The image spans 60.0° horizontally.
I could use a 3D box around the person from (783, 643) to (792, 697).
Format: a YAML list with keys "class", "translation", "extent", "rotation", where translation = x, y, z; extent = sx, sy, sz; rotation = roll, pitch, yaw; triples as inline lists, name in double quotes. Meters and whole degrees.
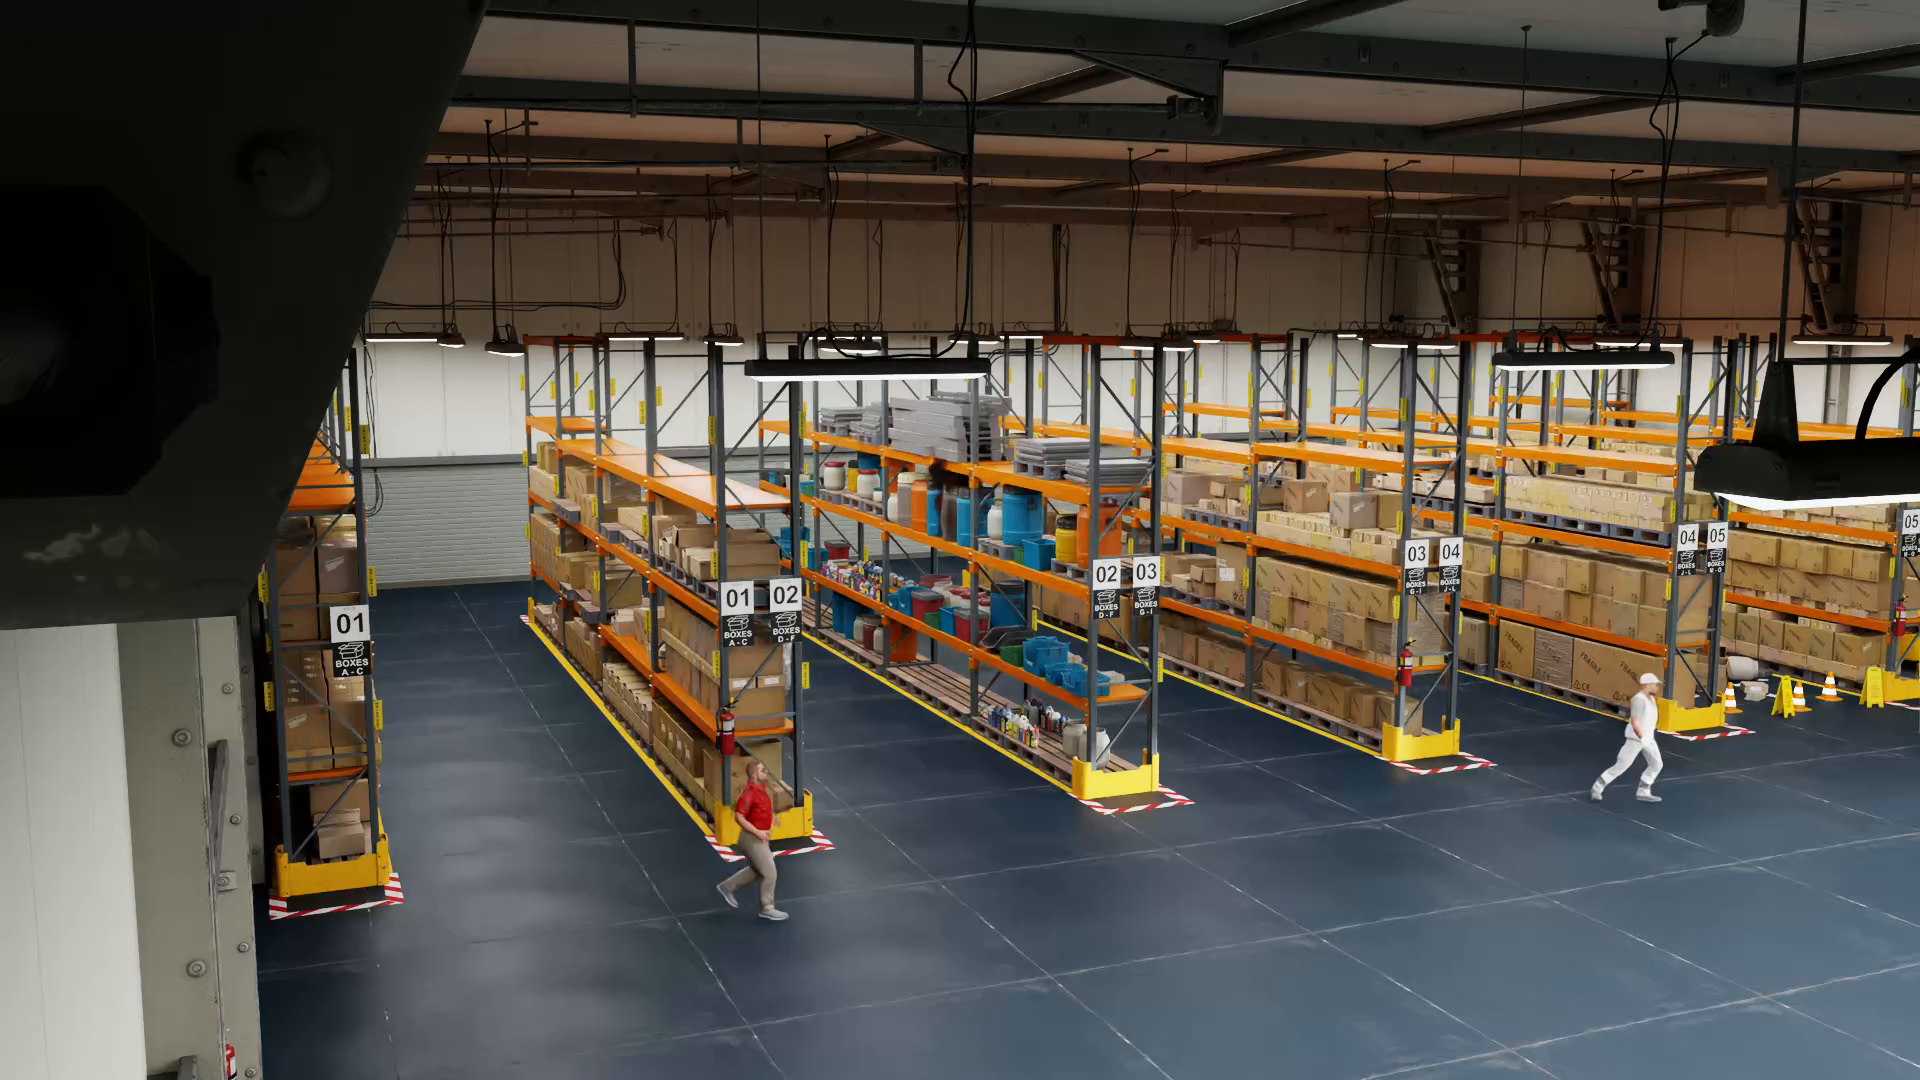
- class: "person"
  translation: [-2.876, 1.963, 26.364]
  extent: [0.659, 1.704, 0.709]
  rotation: [-7, 10, -41]

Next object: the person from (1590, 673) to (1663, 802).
- class: "person"
  translation: [8.743, 2.594, 21.765]
  extent: [0.840, 1.721, 0.736]
  rotation: [-7, 11, -44]

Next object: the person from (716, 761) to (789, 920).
- class: "person"
  translation: [-2.211, 3.173, 17.541]
  extent: [0.780, 1.723, 0.680]
  rotation: [0, 8, 0]
